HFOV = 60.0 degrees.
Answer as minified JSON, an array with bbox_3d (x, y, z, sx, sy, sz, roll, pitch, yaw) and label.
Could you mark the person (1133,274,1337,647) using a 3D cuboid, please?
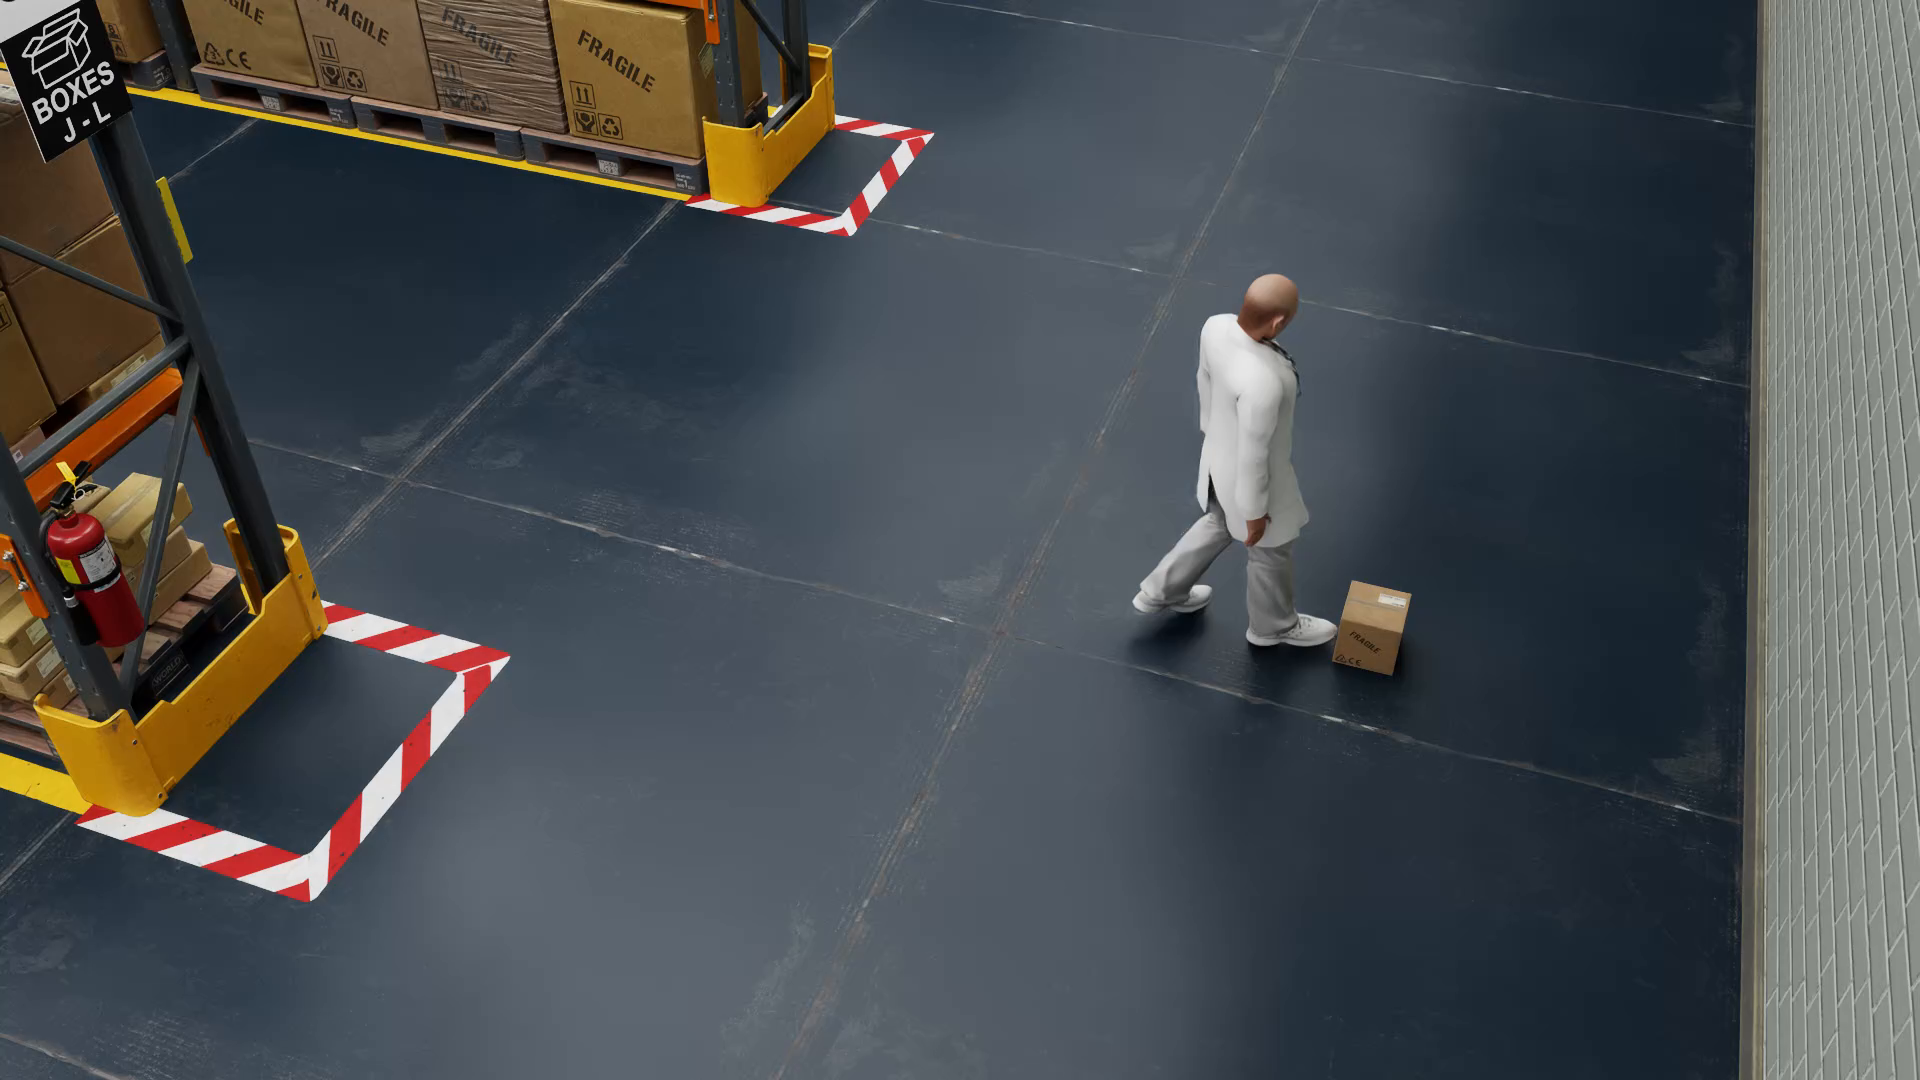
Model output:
[{"bbox_3d":[1.151,-0.286,6.487,0.816,1.753,0.630,-8,42,-9],"label":"person"}]
